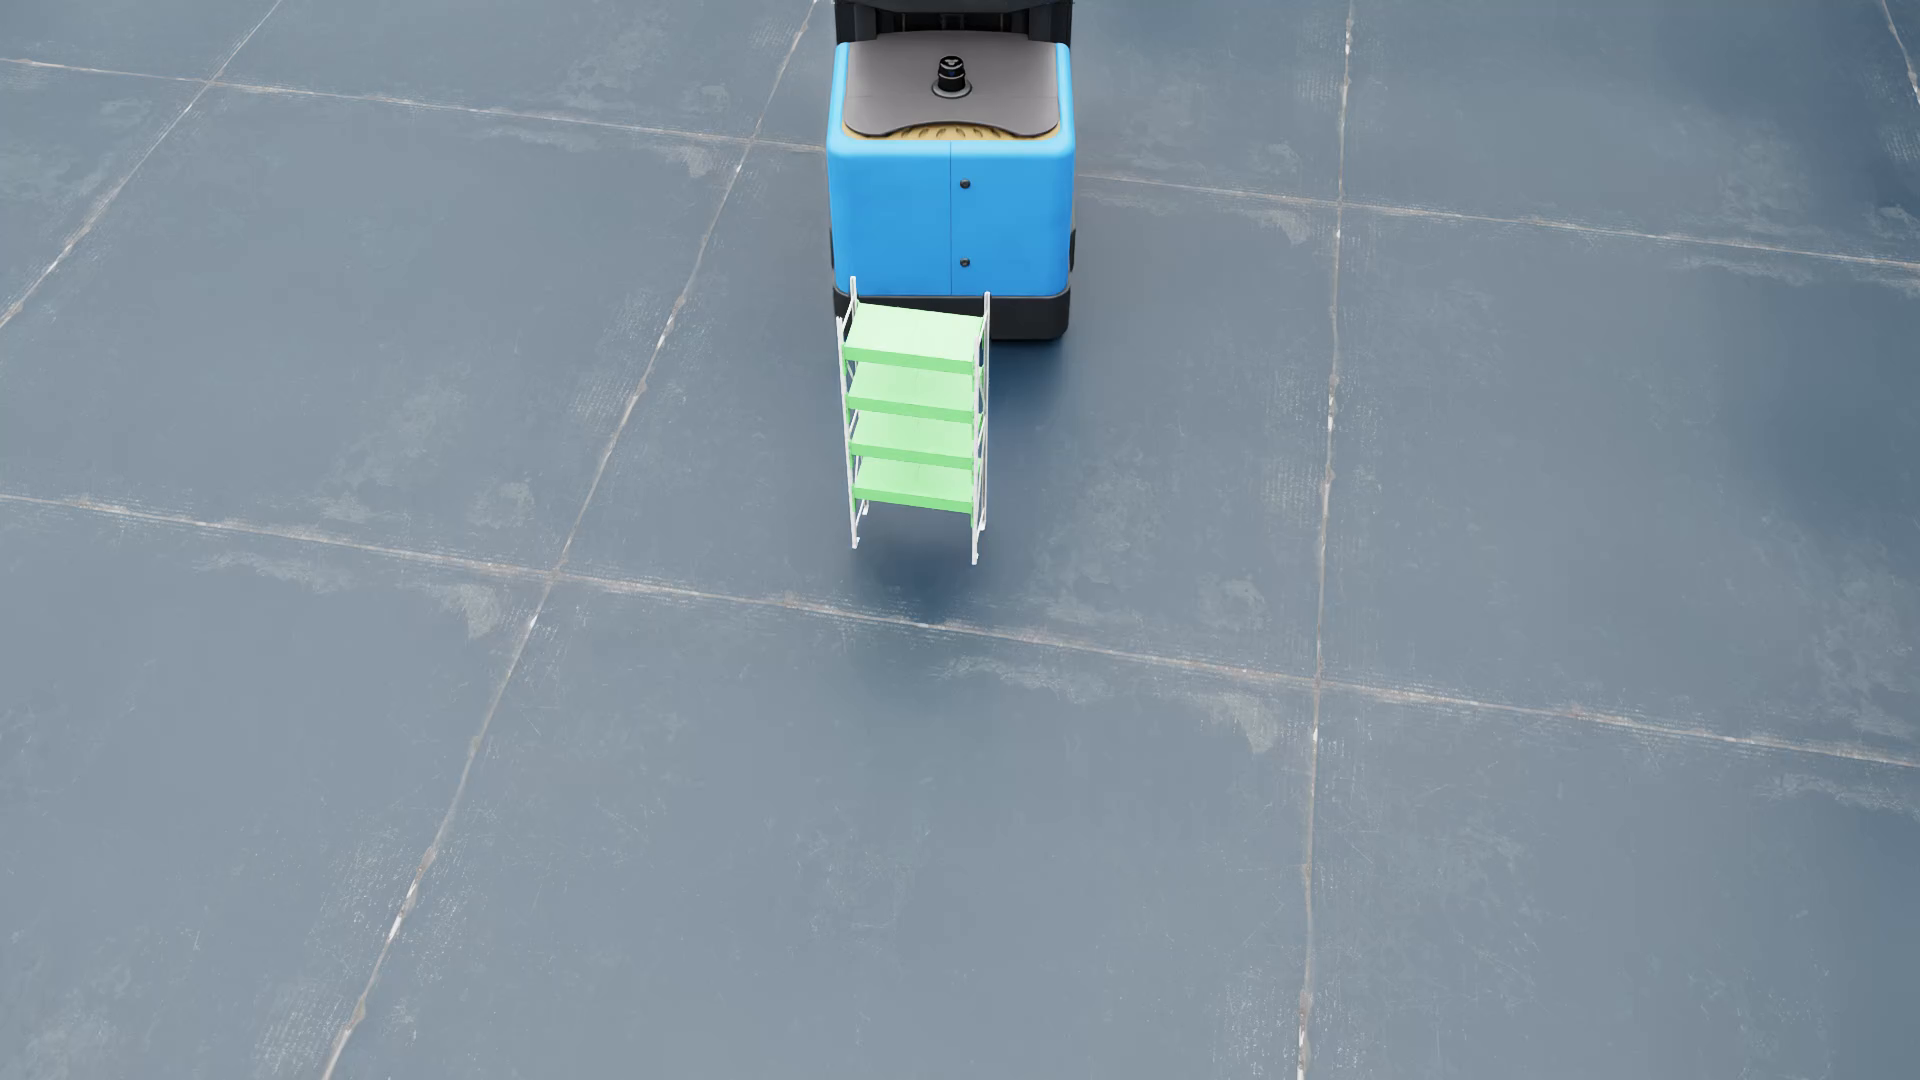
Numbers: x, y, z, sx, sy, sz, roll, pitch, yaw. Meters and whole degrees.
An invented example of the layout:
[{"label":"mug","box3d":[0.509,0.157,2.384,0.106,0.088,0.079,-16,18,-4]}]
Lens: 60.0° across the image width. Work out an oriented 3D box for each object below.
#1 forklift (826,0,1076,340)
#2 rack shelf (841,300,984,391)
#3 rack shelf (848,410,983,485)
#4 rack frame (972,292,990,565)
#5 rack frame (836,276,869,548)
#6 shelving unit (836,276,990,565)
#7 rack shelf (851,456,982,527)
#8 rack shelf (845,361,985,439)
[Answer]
[{"label":"forklift","box3d":[-0.029,-2.955,7.407,1.130,2.935,3.031,0,48,0]},{"label":"rack shelf","box3d":[-0.163,-0.701,5.986,0.480,0.148,0.258,8,49,7]},{"label":"rack shelf","box3d":[-0.163,-0.380,6.343,0.480,0.148,0.258,8,49,7]},{"label":"rack frame","box3d":[0.077,-0.391,6.266,0.015,1.200,0.240,8,49,7]},{"label":"rack frame","box3d":[-0.403,-0.455,6.324,0.015,1.200,0.240,8,49,7]},{"label":"shelving unit","box3d":[-0.163,-0.423,6.295,0.503,1.200,0.258,8,49,7]},{"label":"rack shelf","box3d":[-0.163,-0.220,6.521,0.480,0.148,0.258,8,49,7]},{"label":"rack shelf","box3d":[-0.163,-0.541,6.164,0.480,0.148,0.258,8,49,7]}]
